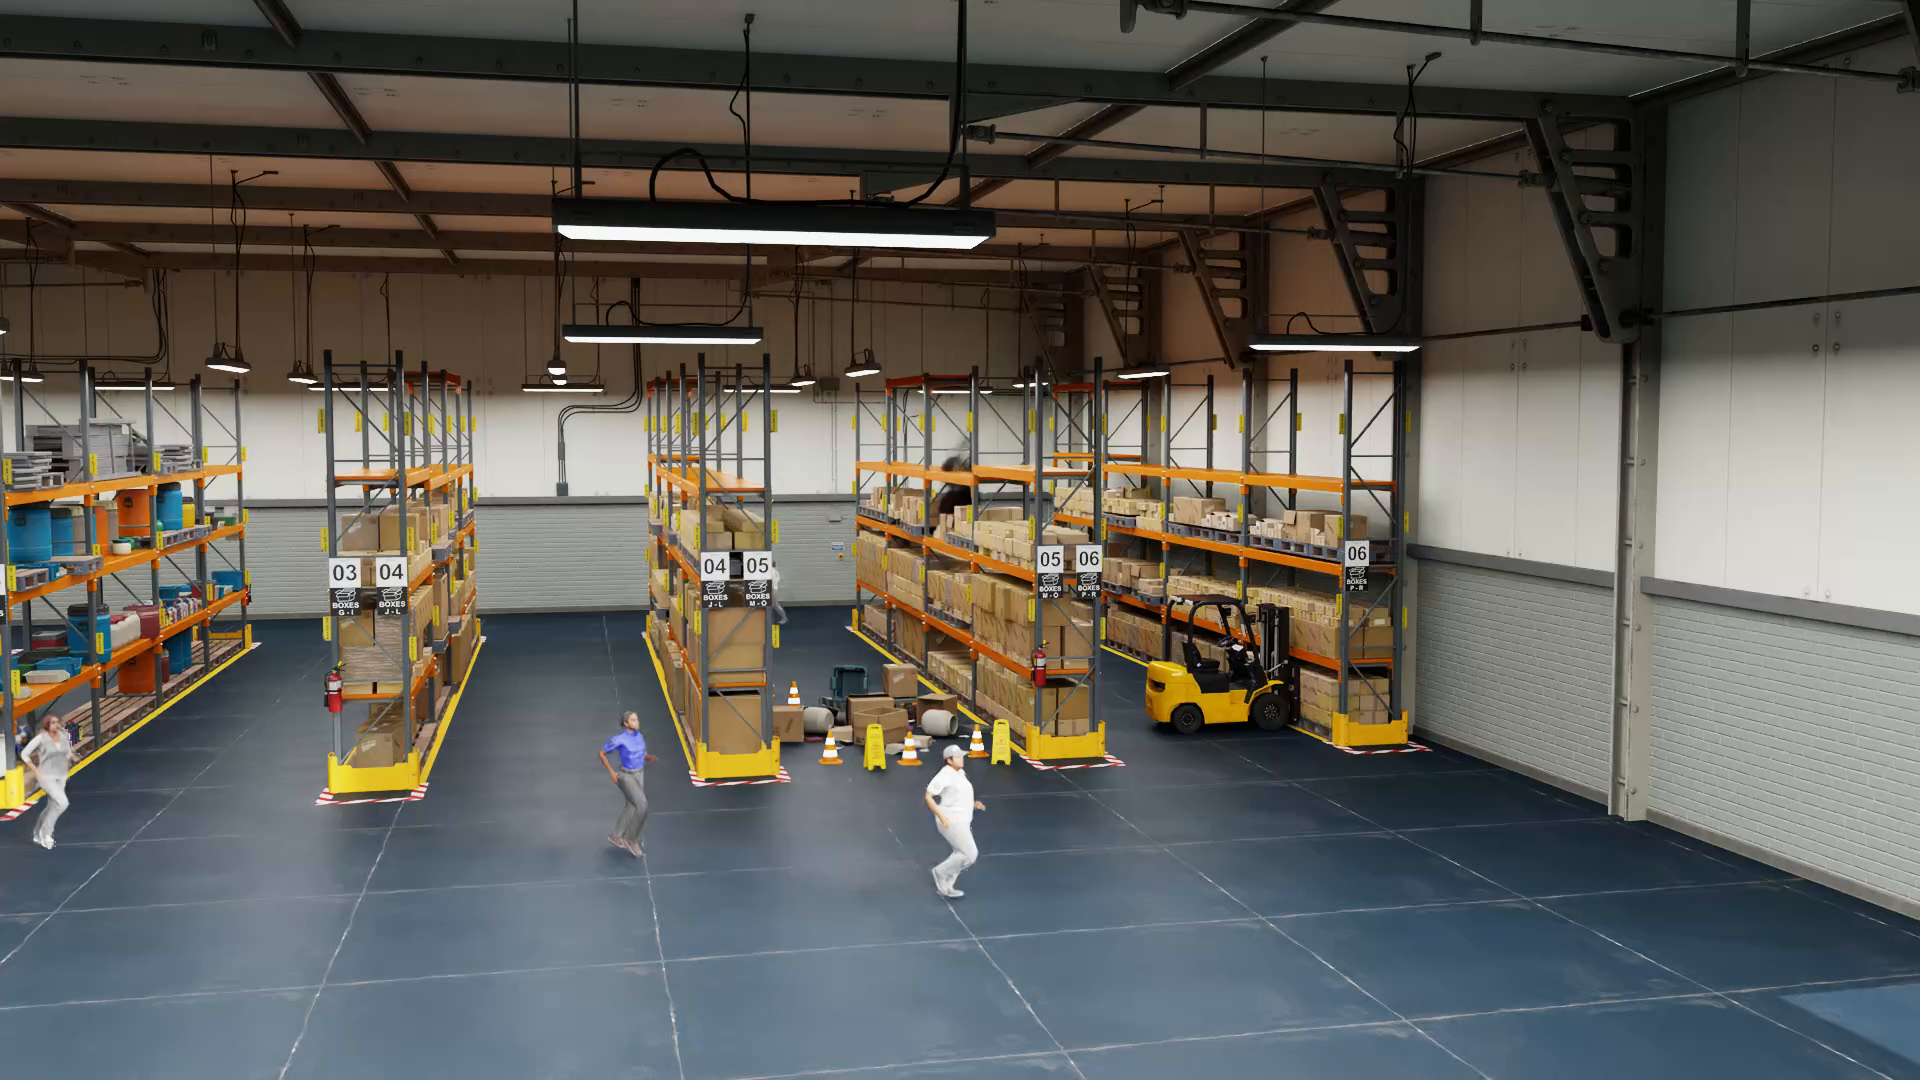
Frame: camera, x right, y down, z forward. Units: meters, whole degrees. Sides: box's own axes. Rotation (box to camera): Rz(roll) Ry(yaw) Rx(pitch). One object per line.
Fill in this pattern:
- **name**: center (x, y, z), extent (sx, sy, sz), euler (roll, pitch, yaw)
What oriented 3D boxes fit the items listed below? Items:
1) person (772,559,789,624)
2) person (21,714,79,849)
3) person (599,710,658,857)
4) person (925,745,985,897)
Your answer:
- **person**: center (-4.615, 1.302, 41.160), extent (0.740, 1.755, 0.593), euler (-1, 4, -13)
- **person**: center (-10.713, 2.854, 19.672), extent (0.646, 1.571, 0.510), euler (1, 4, 19)
- **person**: center (-3.832, 2.835, 19.387), extent (0.724, 1.697, 0.544), euler (2, 4, 21)
- **person**: center (-0.013, 2.969, 17.519), extent (0.556, 1.620, 0.606), euler (2, 4, 22)
